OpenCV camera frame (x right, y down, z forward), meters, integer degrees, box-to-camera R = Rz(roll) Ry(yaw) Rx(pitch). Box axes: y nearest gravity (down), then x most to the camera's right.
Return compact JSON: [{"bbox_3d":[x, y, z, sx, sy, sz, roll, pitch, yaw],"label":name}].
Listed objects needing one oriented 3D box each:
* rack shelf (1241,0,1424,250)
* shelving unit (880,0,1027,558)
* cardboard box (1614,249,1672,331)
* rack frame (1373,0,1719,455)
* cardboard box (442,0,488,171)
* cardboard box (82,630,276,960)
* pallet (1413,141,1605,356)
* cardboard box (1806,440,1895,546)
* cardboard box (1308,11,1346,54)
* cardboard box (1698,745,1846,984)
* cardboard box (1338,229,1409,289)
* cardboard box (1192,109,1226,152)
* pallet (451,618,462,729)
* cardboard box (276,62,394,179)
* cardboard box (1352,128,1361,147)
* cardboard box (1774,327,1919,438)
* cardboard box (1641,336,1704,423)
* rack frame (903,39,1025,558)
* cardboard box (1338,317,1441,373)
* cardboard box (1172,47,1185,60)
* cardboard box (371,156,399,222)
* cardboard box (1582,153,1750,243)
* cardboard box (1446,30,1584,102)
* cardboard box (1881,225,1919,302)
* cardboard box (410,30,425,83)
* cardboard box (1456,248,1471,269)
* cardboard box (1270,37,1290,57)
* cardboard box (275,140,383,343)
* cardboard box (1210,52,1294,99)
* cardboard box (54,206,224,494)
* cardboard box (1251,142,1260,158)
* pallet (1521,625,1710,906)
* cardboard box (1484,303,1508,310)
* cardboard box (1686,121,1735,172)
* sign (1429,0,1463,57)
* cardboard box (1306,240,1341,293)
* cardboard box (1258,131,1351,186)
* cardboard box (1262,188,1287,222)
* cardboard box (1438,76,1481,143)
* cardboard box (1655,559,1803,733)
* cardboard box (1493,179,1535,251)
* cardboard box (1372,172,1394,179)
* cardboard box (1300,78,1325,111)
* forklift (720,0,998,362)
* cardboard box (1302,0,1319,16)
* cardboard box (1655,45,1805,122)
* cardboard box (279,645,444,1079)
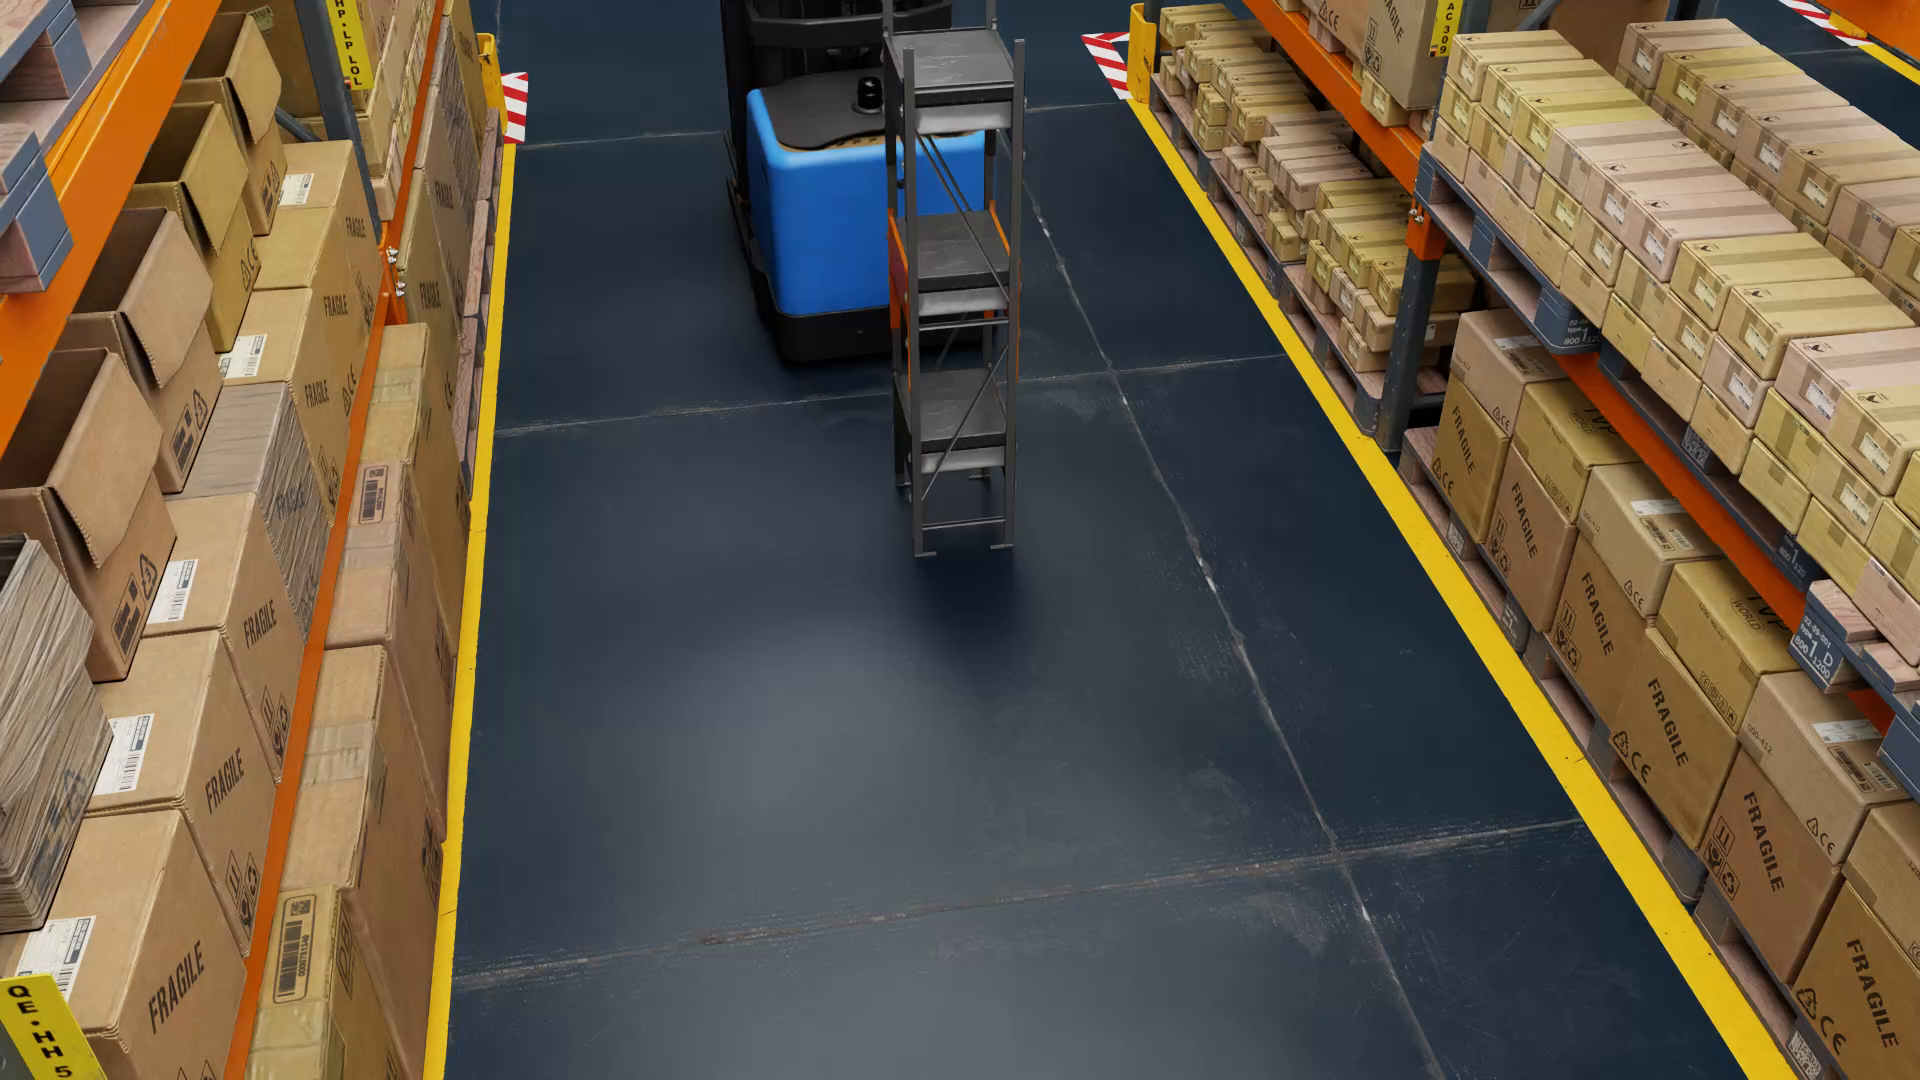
[{"bbox_3d":[1.972,-2.572,8.202,1.077,0.370,4.000,-6,38,-8],"label":"rack shelf"},{"bbox_3d":[-0.029,-0.929,6.235,0.431,2.100,0.503,-6,38,-8],"label":"shelving unit"},{"bbox_3d":[2.174,-0.752,4.894,0.380,0.149,0.250,-7,38,-9],"label":"cardboard box"},{"bbox_3d":[2.323,-1.648,6.426,1.000,3.000,0.127,-6,38,-8],"label":"rack frame"},{"bbox_3d":[-3.088,-2.540,8.964,0.875,0.875,0.875,-6,38,-8],"label":"cardboard box"},{"bbox_3d":[-1.787,0.567,3.493,0.500,0.500,0.500,-7,38,-9],"label":"cardboard box"},{"bbox_3d":[2.314,-1.095,5.870,1.003,0.211,1.213,-6,38,-8],"label":"pallet"},{"bbox_3d":[2.349,-0.136,4.100,0.380,0.149,0.250,-6,38,-8],"label":"cardboard box"},{"bbox_3d":[1.804,-2.327,7.505,0.380,0.149,0.250,-8,39,-10],"label":"cardboard box"},{"bbox_3d":[2.564,0.906,4.834,0.500,0.500,0.500,-5,38,-6],"label":"cardboard box"},{"bbox_3d":[1.920,-1.260,7.423,0.380,0.149,0.250,-6,38,-7],"label":"cardboard box"},{"bbox_3d":[1.512,-2.288,9.232,0.380,0.149,0.250,-6,38,-7],"label":"cardboard box"},{"bbox_3d":[-2.369,0.384,6.084,1.003,0.211,1.213,-6,38,-8],"label":"pallet"},{"bbox_3d":[-2.403,-1.545,6.174,0.500,0.250,0.500,-7,38,-9],"label":"cardboard box"},{"bbox_3d":[2.218,-2.100,8.504,0.380,0.149,0.250,-6,38,-8],"label":"cardboard box"},{"bbox_3d":[2.312,-0.397,4.194,0.380,0.149,0.250,-6,38,-8],"label":"cardboard box"},{"bbox_3d":[2.214,-0.486,4.793,0.380,0.149,0.250,-8,39,-10],"label":"cardboard box"},{"bbox_3d":[0.014,-0.782,6.045,0.400,2.100,0.015,-6,38,-8],"label":"rack frame"},{"bbox_3d":[1.919,-0.888,7.429,0.380,0.149,0.250,-6,38,-7],"label":"cardboard box"},{"bbox_3d":[1.461,-2.877,9.747,0.380,0.149,0.250,-5,38,-6],"label":"cardboard box"},{"bbox_3d":[-2.302,-1.290,6.171,0.380,0.149,0.250,-6,38,-8],"label":"cardboard box"},{"bbox_3d":[2.123,-1.033,5.013,0.380,0.149,0.250,-7,38,-8],"label":"cardboard box"},{"bbox_3d":[1.939,-1.662,5.822,0.380,0.149,0.250,-4,38,-6],"label":"cardboard box"},{"bbox_3d":[2.862,-0.778,4.684,0.380,0.149,0.250,-7,38,-9],"label":"cardboard box"},{"bbox_3d":[-2.530,-2.073,7.179,0.380,0.149,0.250,-6,38,-7],"label":"cardboard box"},{"bbox_3d":[2.476,-1.326,7.508,0.380,0.149,0.250,-4,38,-6],"label":"cardboard box"},{"bbox_3d":[2.202,-3.224,7.797,0.500,2.792,2.619,-6,38,-8],"label":"cardboard box"},{"bbox_3d":[-2.227,-0.962,5.461,0.500,0.500,0.500,-6,38,-8],"label":"cardboard box"},{"bbox_3d":[1.589,-2.525,9.052,0.380,0.149,0.250,-8,39,-10],"label":"cardboard box"},{"bbox_3d":[-2.225,-0.437,3.968,0.797,0.503,0.637,-5,38,-6],"label":"cardboard box"},{"bbox_3d":[1.750,-2.091,8.736,0.380,0.149,0.250,-4,38,-6],"label":"cardboard box"},{"bbox_3d":[2.678,0.662,5.726,1.003,0.211,1.213,-6,38,-8],"label":"pallet"},{"bbox_3d":[2.574,-1.059,7.407,0.380,0.149,0.250,-5,38,-6],"label":"cardboard box"},{"bbox_3d":[2.675,-1.304,5.603,0.380,0.149,0.250,-5,38,-6],"label":"cardboard box"},{"bbox_3d":[1.790,-1.927,6.079,0.100,0.325,0.005,-6,38,-8],"label":"sign"},{"bbox_3d":[1.831,-1.283,7.696,0.380,0.149,0.250,-7,38,-10],"label":"cardboard box"},{"bbox_3d":[1.703,-1.889,8.234,0.380,0.149,0.250,-8,38,-10],"label":"cardboard box"},{"bbox_3d":[1.758,-1.678,8.446,0.380,0.149,0.250,-6,38,-7],"label":"cardboard box"},{"bbox_3d":[1.939,-1.544,5.913,0.380,0.149,0.250,-6,38,-7],"label":"cardboard box"},{"bbox_3d":[2.473,0.296,5.008,0.500,0.250,0.500,-5,38,-7],"label":"cardboard box"},{"bbox_3d":[2.033,-1.109,5.595,0.380,0.149,0.250,-6,38,-8],"label":"cardboard box"},{"bbox_3d":[2.312,-1.836,8.408,0.380,0.149,0.250,-7,38,-8],"label":"cardboard box"},{"bbox_3d":[2.034,-2.446,9.193,0.380,0.149,0.250,-7,38,-8],"label":"cardboard box"},{"bbox_3d":[-0.651,-2.864,8.100,1.129,2.867,3.031,-8,39,-10],"label":"forklift"},{"bbox_3d":[1.784,-2.681,7.432,0.500,0.500,0.500,-6,38,-8],"label":"cardboard box"},{"bbox_3d":[2.633,-1.566,5.698,0.380,0.149,0.250,-7,38,-9],"label":"cardboard box"},{"bbox_3d":[-2.126,0.956,4.464,1.225,0.875,0.875,-6,38,-8],"label":"cardboard box"}]
